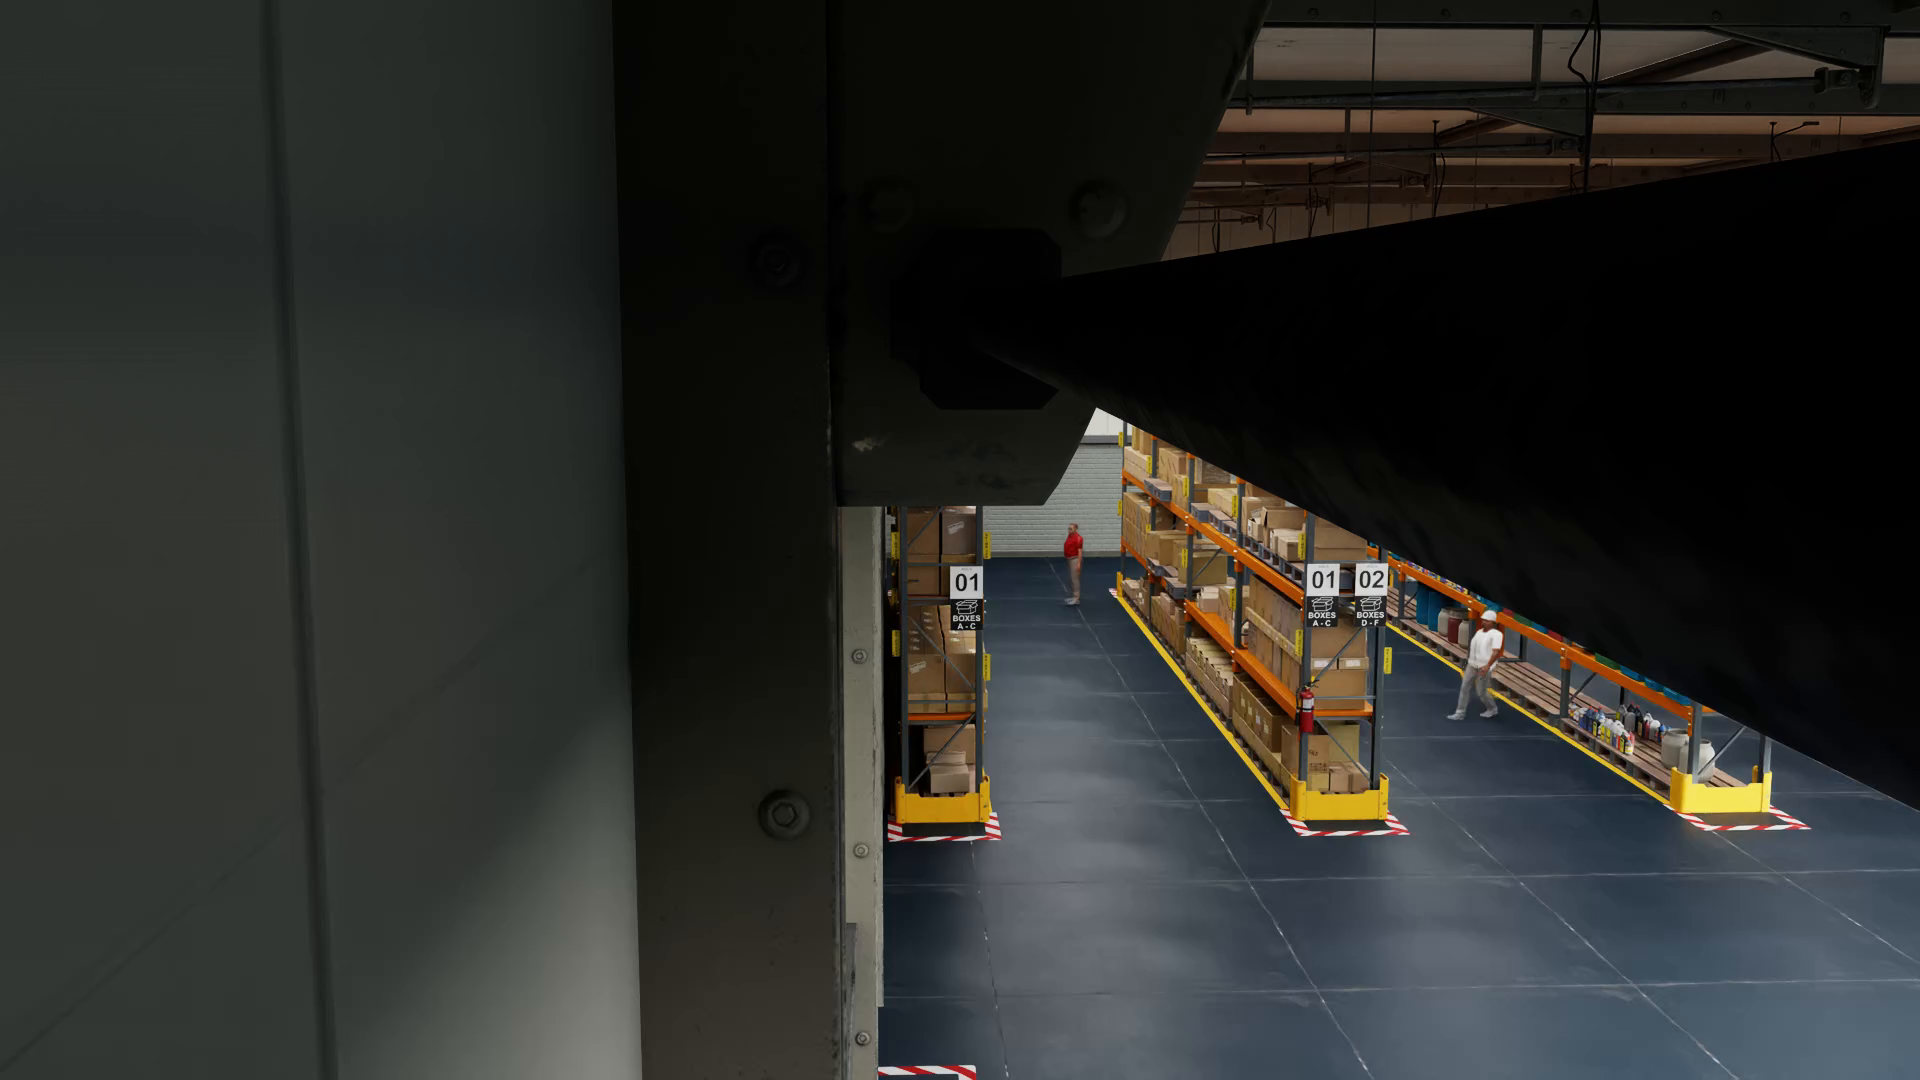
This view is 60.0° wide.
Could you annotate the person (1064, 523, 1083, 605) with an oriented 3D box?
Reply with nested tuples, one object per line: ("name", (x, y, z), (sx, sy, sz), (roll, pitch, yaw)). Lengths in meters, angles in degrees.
("person", (2.393, 0.496, 35.423), (0.397, 1.732, 0.618), (-3, 9, -21))

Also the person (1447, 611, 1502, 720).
("person", (7.903, 1.927, 25.370), (0.826, 1.716, 0.651), (-4, 9, -23))

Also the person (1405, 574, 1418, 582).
("person", (10.086, 0.087, 38.246), (0.662, 1.726, 1.133), (-4, 9, -24))

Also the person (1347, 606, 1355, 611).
("person", (6.112, 1.859, 26.004), (0.405, 1.675, 0.498), (1, 8, 4))
